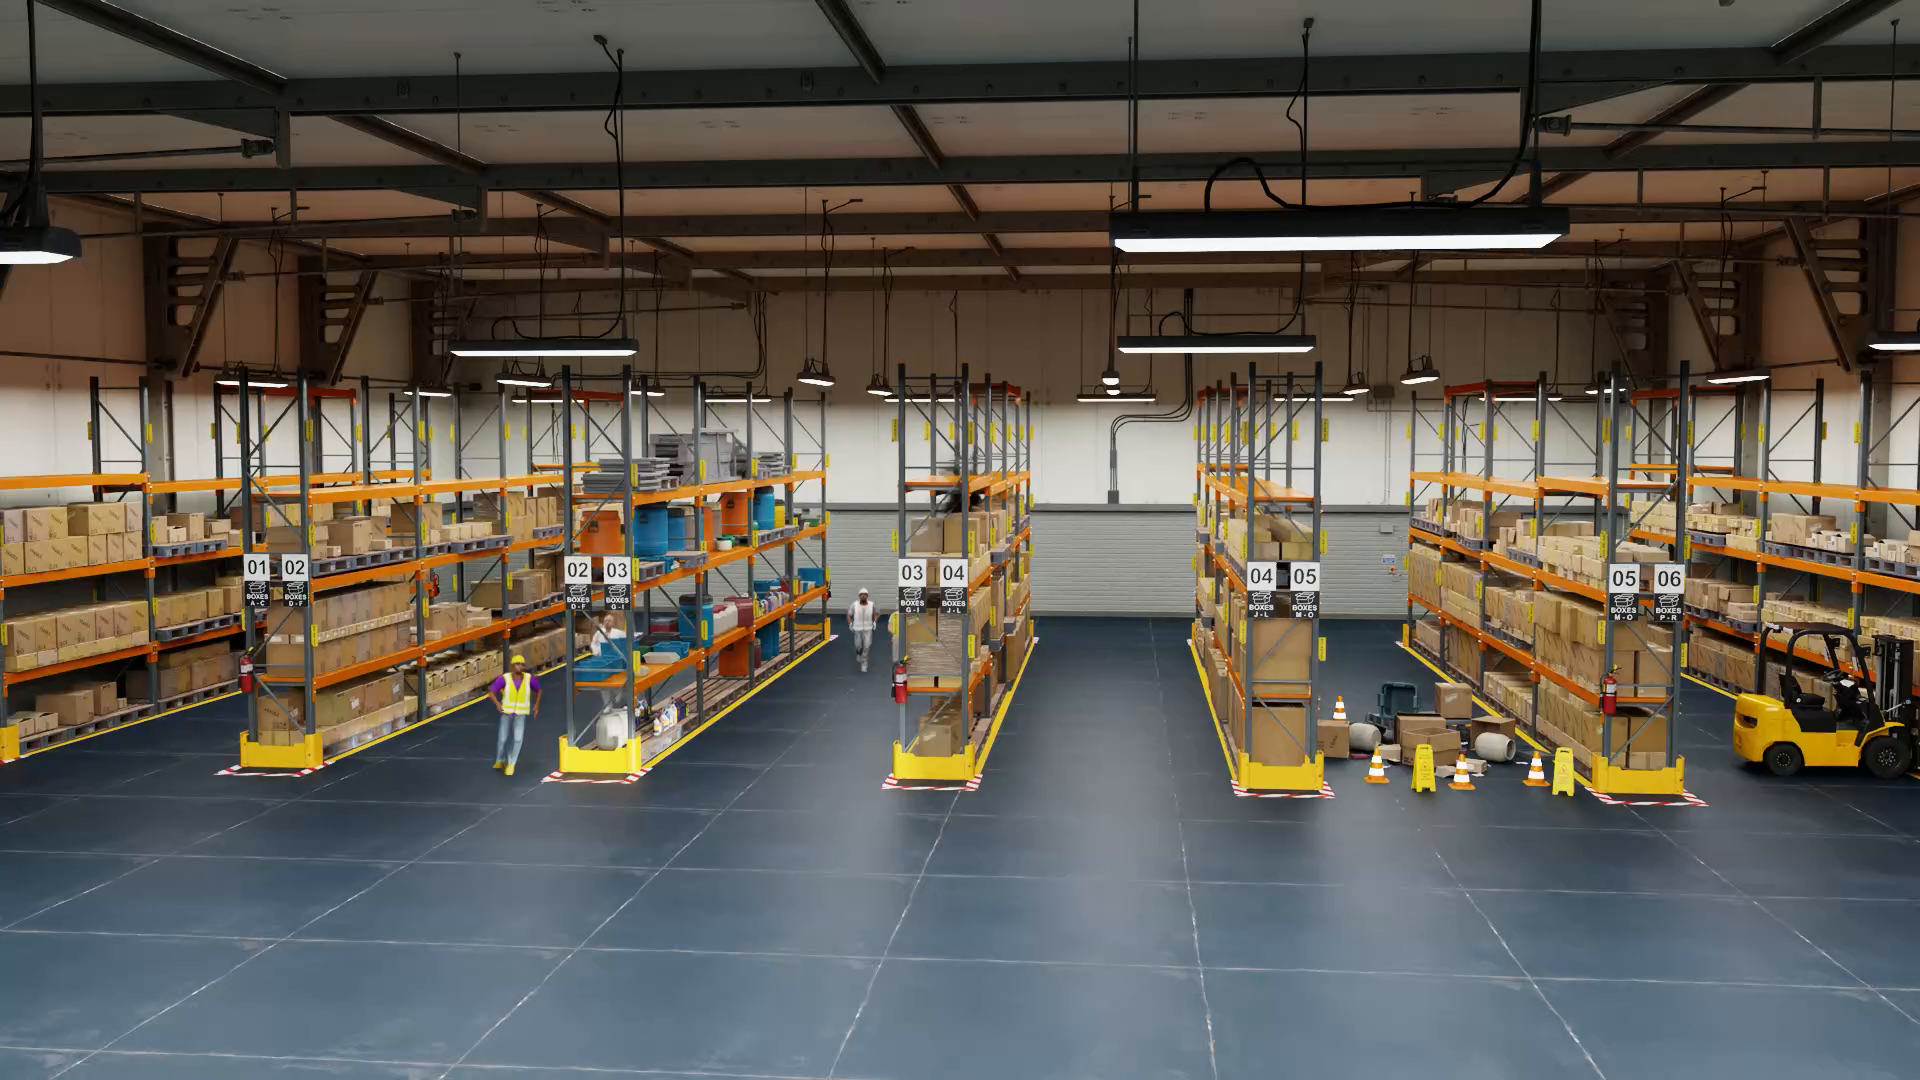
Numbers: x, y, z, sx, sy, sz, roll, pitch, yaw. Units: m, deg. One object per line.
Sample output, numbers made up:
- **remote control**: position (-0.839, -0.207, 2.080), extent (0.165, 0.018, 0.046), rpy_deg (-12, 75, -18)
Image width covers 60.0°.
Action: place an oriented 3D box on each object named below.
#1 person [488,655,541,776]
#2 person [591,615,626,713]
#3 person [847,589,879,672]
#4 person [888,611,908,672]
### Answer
- **person**: position (-6.552, 2.574, 24.495), extent (0.764, 1.766, 0.666), rpy_deg (-1, 4, -15)
- **person**: position (-6.320, 2.222, 29.985), extent (0.712, 1.739, 0.652), rpy_deg (0, 4, 6)
- **person**: position (-2.035, 1.891, 35.063), extent (0.681, 1.746, 0.726), rpy_deg (0, 4, -6)
- **person**: position (-1.076, 1.898, 31.129), extent (0.561, 1.630, 0.541), rpy_deg (0, 4, 0)
